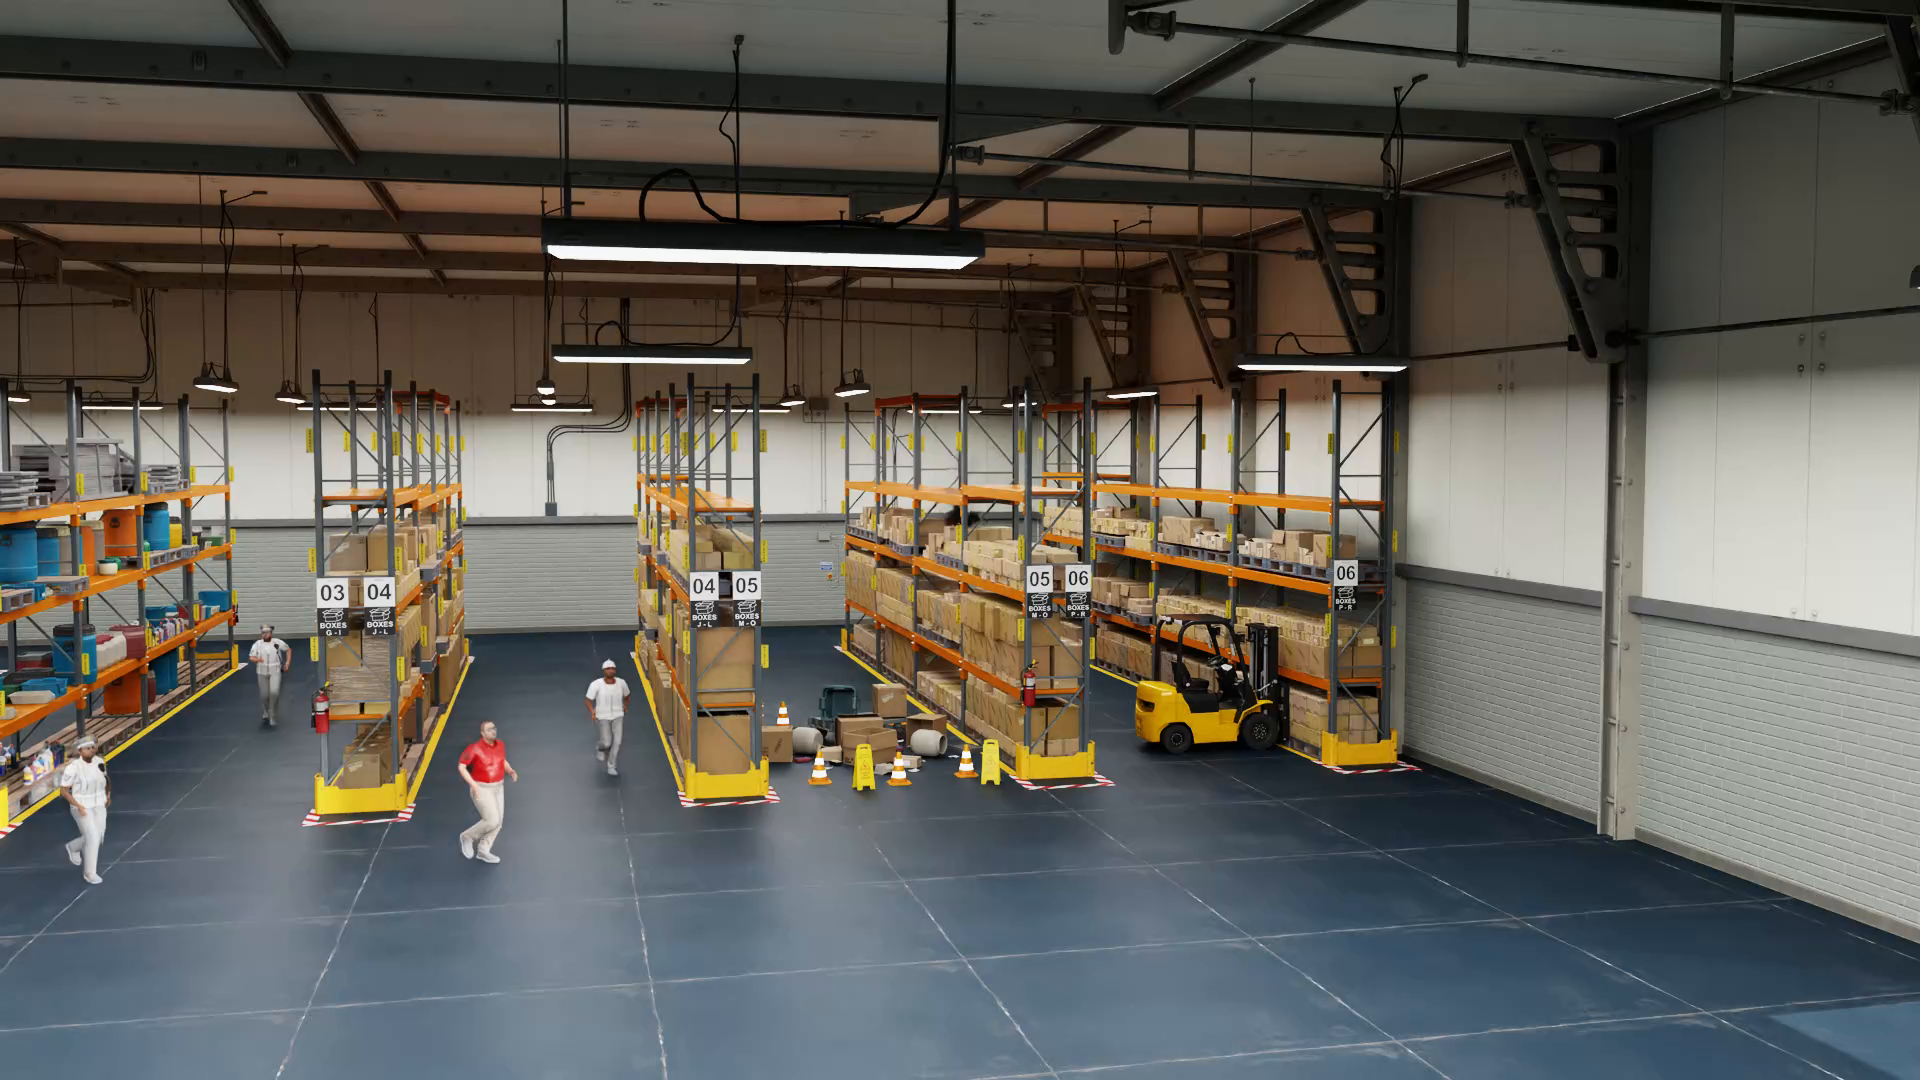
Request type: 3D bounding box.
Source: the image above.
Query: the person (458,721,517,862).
[{"bbox_3d":[-5.630,3.011,19.927,0.627,1.696,0.648,2,4,29],"label":"person"}]

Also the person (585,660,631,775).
[{"bbox_3d":[-5.326,2.685,25.282,0.701,1.726,0.661,-2,4,-26],"label":"person"}]

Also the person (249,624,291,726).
[{"bbox_3d":[-12.386,2.417,29.838,0.670,1.830,0.822,-1,3,-14],"label":"person"}]

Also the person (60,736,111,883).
[{"bbox_3d":[-10.083,3.072,19.136,0.639,1.694,0.581,2,4,28],"label":"person"}]
